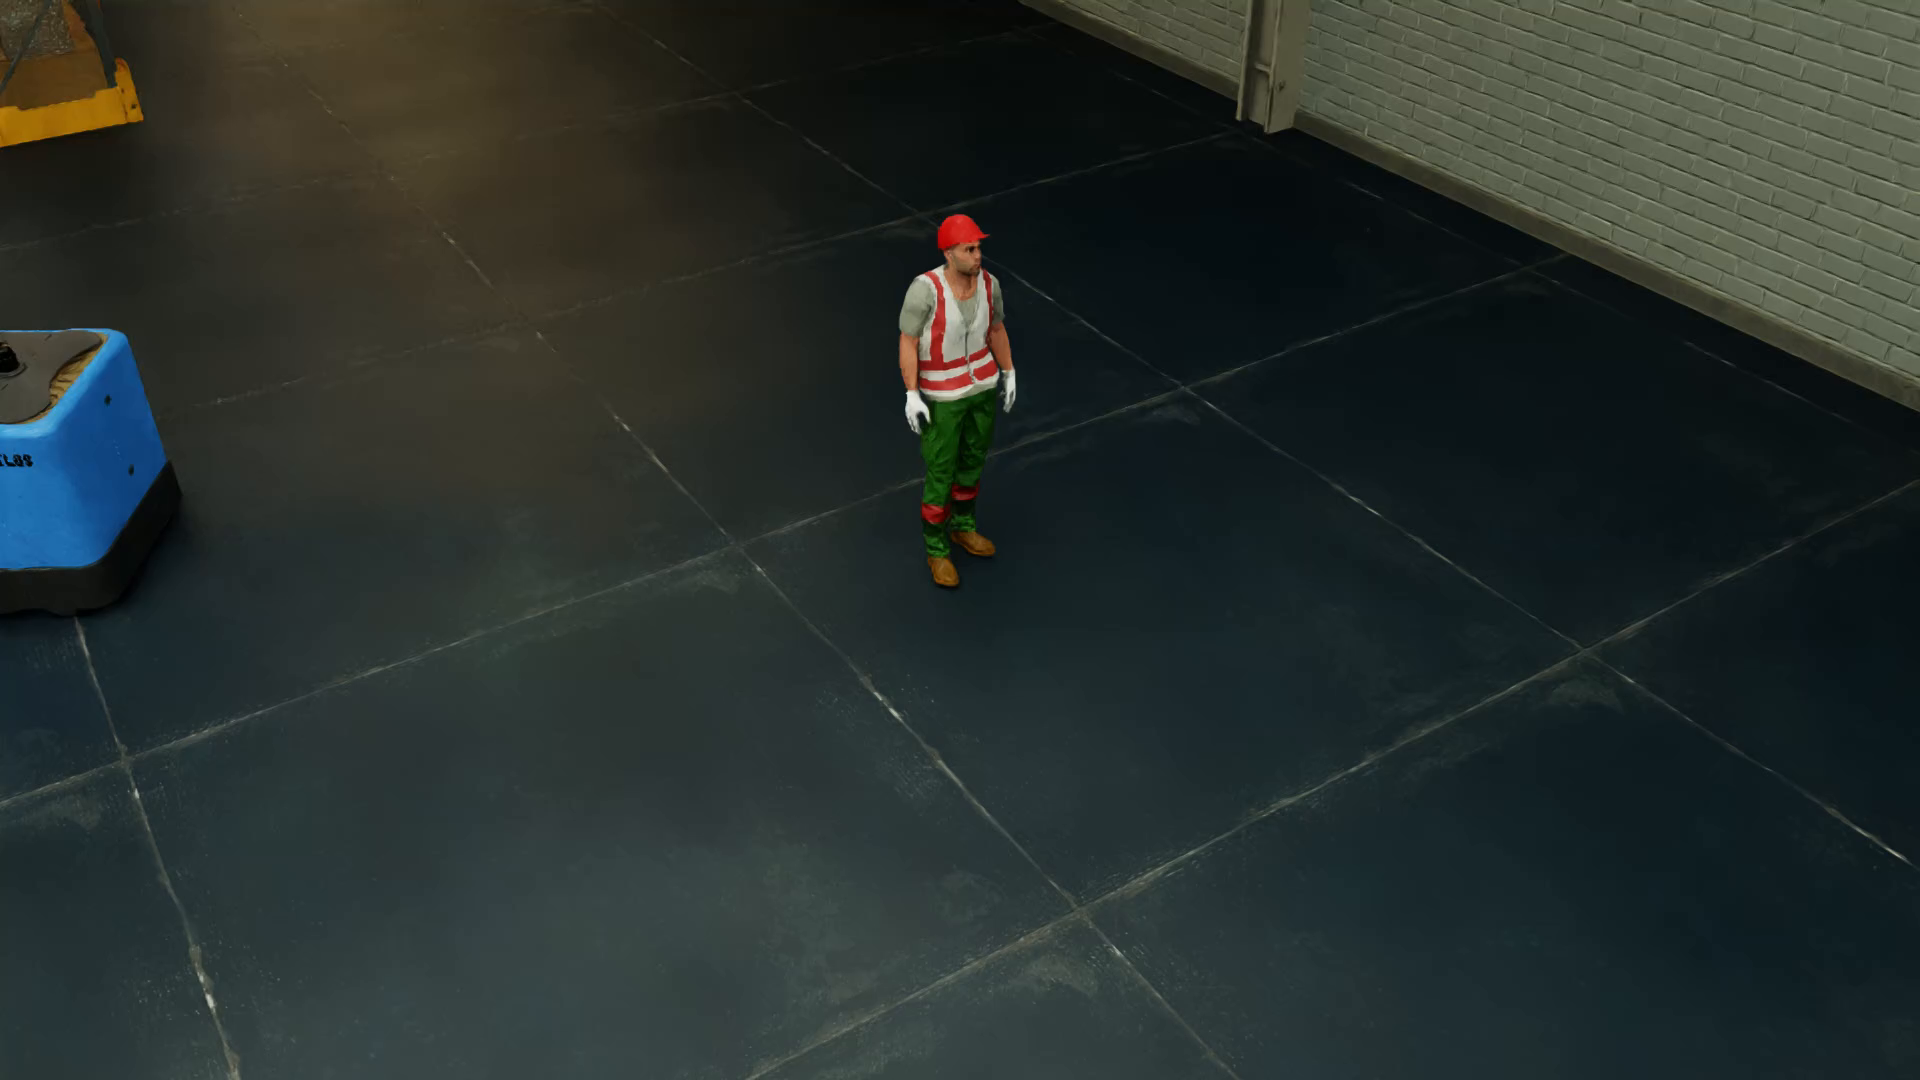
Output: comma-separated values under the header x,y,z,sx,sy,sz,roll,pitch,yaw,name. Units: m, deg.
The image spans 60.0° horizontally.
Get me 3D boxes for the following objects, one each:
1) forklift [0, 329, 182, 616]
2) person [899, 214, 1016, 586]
x,y,z,sx,sy,sz,roll,pitch,yaw,name
-5.656,-1.083,7.689,3.031,2.935,1.130,-1,35,-2,forklift
0.035,-0.696,8.119,0.637,1.787,0.563,-21,40,-27,person
